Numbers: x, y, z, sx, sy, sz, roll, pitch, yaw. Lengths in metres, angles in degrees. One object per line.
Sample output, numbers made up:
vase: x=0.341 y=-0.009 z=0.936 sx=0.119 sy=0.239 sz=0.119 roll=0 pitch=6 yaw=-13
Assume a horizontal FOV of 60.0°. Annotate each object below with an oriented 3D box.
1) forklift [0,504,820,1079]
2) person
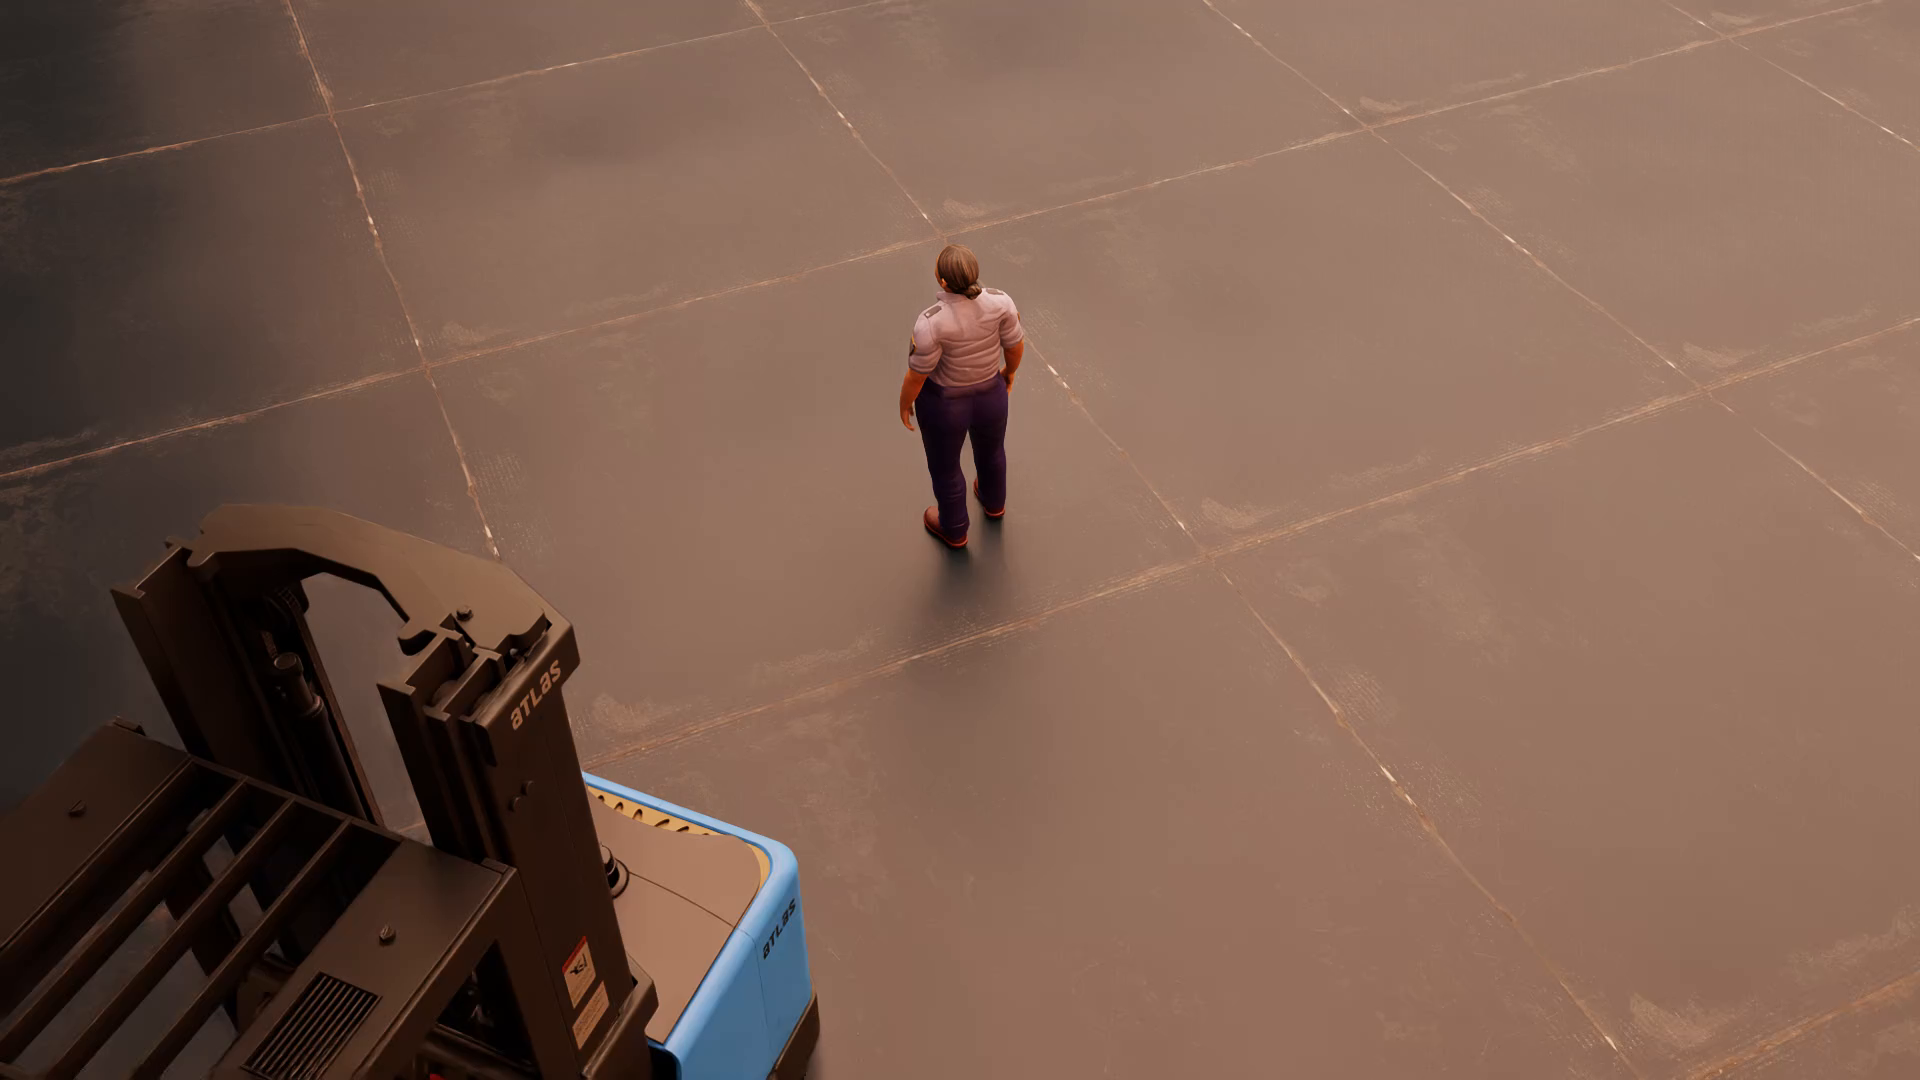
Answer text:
forklift: x=-1.537 y=1.480 z=4.094 sx=1.130 sy=2.935 sz=3.031 roll=16 pitch=45 yaw=17
person: x=-0.017 y=-0.669 z=7.327 sx=0.599 sy=1.650 sz=0.503 roll=-18 pitch=46 yaw=-18
